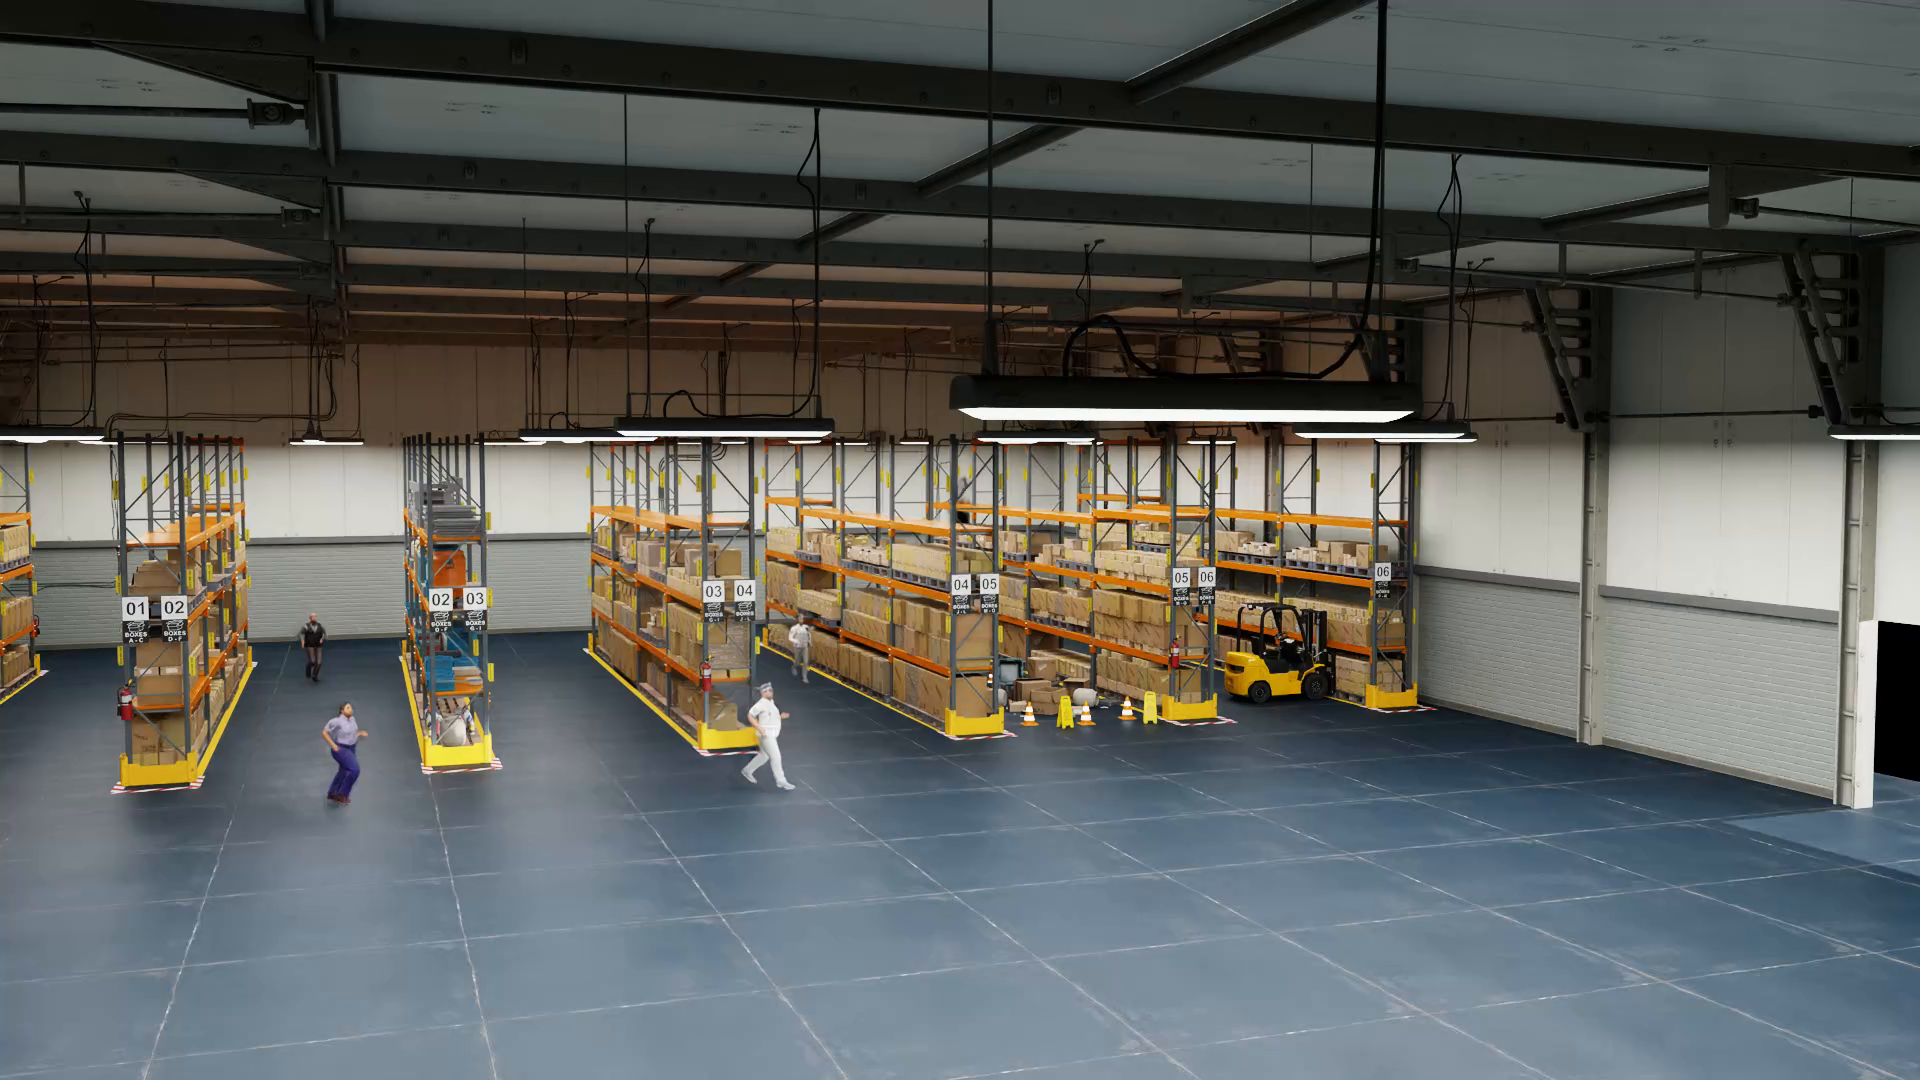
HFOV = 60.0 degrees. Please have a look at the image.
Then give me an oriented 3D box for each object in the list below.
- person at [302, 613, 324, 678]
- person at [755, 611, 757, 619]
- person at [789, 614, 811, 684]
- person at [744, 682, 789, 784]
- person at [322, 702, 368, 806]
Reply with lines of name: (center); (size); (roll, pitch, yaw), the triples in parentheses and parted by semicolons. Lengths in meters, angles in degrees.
person: (-15.802, 2.638, 40.630); (0.522, 1.545, 0.526); (-2, 4, -36)
person: (-5.849, 2.415, 45.392); (0.580, 1.635, 1.054); (-1, 3, -21)
person: (-3.896, 2.631, 40.671); (0.623, 1.689, 0.864); (-1, 3, -25)
person: (-3.265, 3.222, 27.876); (0.813, 1.687, 0.660); (0, 3, 8)
person: (-9.870, 3.439, 26.747); (0.697, 1.685, 0.574); (0, 3, 8)
